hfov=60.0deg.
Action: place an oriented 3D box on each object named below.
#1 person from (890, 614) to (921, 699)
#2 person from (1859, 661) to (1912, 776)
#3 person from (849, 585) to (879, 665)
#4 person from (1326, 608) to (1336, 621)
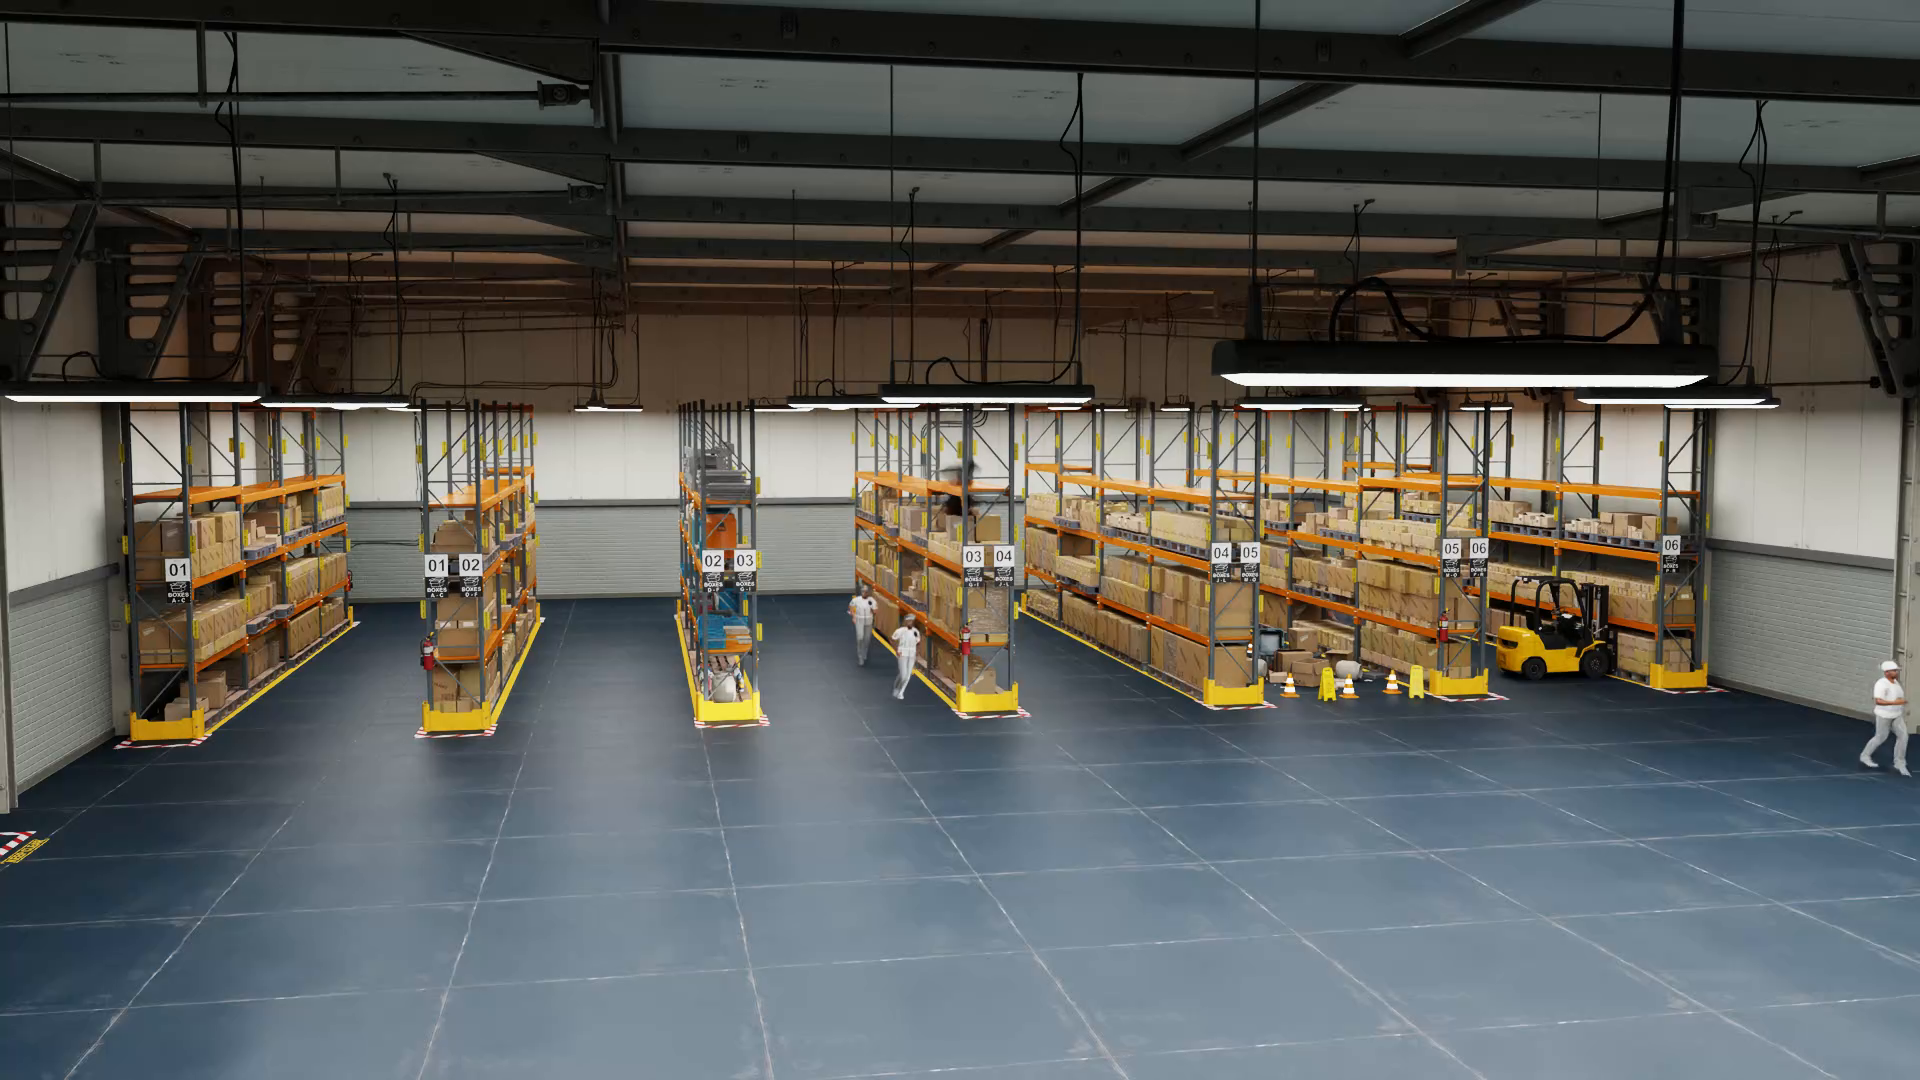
[{"bbox_3d":[-0.999,2.238,31.993,0.596,1.647,0.509,-2,5,-25],"label":"person"},{"bbox_3d":[14.801,2.840,26.561,0.678,1.830,0.796,-2,5,-29],"label":"person"},{"bbox_3d":[-2.201,1.951,38.371,0.645,1.849,0.808,-1,4,-13],"label":"person"},{"bbox_3d":[9.949,1.552,44.548,0.592,1.611,0.889,-1,4,-16],"label":"person"}]
